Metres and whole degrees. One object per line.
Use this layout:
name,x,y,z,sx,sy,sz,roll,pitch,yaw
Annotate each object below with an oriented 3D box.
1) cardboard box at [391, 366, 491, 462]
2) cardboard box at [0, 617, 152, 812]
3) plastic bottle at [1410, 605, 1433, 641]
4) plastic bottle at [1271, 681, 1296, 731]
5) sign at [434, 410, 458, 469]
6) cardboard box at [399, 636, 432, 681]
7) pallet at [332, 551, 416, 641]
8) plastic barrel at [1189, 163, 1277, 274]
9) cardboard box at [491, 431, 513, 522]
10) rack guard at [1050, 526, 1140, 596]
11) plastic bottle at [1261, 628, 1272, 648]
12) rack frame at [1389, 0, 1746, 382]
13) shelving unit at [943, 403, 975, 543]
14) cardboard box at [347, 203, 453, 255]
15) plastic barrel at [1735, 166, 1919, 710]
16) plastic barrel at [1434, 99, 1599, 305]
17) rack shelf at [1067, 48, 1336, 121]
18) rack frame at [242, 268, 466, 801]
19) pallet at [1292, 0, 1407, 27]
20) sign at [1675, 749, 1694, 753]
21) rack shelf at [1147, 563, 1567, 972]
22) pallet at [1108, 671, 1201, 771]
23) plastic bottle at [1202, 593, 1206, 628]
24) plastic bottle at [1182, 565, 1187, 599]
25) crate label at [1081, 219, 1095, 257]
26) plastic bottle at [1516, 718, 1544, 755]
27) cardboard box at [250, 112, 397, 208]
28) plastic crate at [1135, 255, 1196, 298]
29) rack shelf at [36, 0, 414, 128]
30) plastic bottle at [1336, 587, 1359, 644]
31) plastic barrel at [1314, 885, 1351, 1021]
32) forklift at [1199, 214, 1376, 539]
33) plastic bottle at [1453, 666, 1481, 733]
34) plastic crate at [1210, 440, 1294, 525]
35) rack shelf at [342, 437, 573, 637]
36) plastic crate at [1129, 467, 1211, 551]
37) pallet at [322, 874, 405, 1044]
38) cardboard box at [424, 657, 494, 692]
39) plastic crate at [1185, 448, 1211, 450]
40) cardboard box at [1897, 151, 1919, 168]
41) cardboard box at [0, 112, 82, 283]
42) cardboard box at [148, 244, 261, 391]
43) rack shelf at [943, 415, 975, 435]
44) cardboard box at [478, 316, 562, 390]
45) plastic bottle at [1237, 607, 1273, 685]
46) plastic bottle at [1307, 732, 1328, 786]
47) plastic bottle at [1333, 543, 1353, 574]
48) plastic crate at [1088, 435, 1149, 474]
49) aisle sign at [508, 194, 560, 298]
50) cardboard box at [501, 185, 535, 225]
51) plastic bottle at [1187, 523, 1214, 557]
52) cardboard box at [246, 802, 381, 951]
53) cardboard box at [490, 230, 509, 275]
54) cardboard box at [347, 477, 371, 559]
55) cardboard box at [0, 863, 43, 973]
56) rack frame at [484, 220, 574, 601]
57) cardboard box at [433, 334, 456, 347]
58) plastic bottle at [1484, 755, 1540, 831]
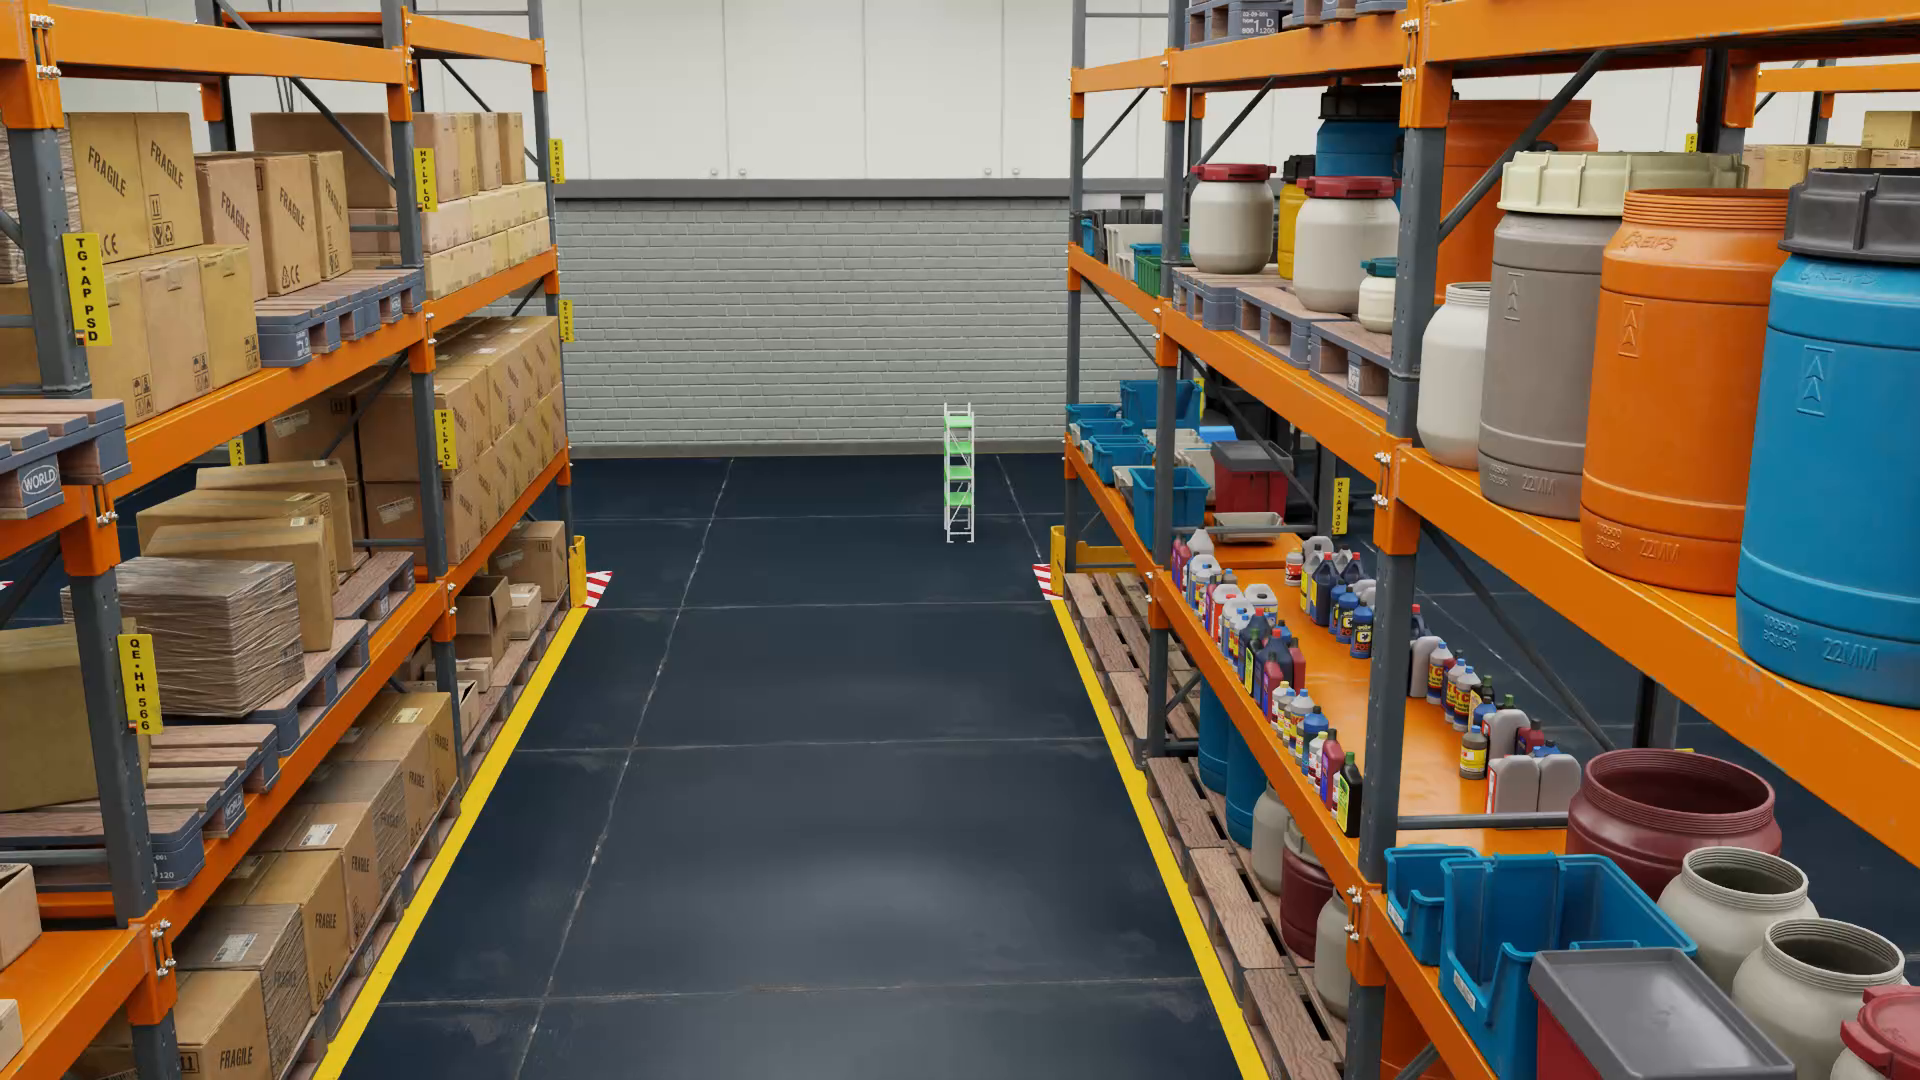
cardboard box,-3.125,-0.758,9.967,0.500,0.500,0.500,-1,14,-5
cardboard box,-3.248,0.613,5.804,0.700,0.500,0.500,-6,16,-22
plastic bottle,2.052,0.471,7.500,0.144,0.351,0.185,-1,14,-3
plastic bottle,1.352,0.690,6.945,0.097,0.201,0.097,0,14,0
sign,-2.790,-0.545,9.026,0.100,0.325,0.005,-1,14,-3
cardboard box,-3.709,0.790,10.672,0.500,0.311,0.500,-1,14,-3
pallet,-3.403,0.318,8.378,1.003,0.211,1.213,-1,14,-3
plastic barrel,1.382,-1.638,8.460,0.433,0.535,0.433,0,14,0
cardboard box,-3.167,-0.406,10.608,0.500,0.500,0.500,-1,14,-4
rack guard,1.338,0.159,13.627,1.175,0.500,0.348,-1,14,-3
plastic bottle,1.367,0.542,7.357,0.061,0.283,0.133,-1,14,-3
rack frame,1.848,-1.961,4.813,1.000,3.000,0.127,-1,14,-3
shelving unit,-0.010,-0.622,15.260,0.258,1.200,0.503,-1,14,-3
cardboard box,-3.126,-1.722,9.201,0.500,0.250,0.500,-1,14,-3
plastic barrel,1.767,-0.205,3.001,0.600,0.901,0.708,-1,14,-3
plastic barrel,1.816,-1.061,5.630,0.600,0.830,0.708,-1,14,-3
rack shelf,1.476,-2.911,10.752,1.077,0.370,4.000,-1,14,-3
rack frame,-3.344,0.025,9.134,1.000,3.000,0.127,-1,14,-3
pallet,1.834,-1.856,5.586,1.213,0.211,1.003,-1,14,-3
sign,2.397,0.855,5.580,0.100,0.325,0.005,-1,14,-3
rack shelf,1.724,0.795,7.584,1.077,0.370,4.000,-1,14,-3
pallet,1.516,1.118,10.483,1.003,0.211,1.213,-1,14,-3
plastic bottle,1.263,0.335,8.326,0.097,0.201,0.097,0,14,0
plastic bottle,1.231,0.205,8.832,0.097,0.201,0.097,0,14,0
crate label,1.087,-2.192,12.027,0.408,0.251,0.502,-1,14,-3
plastic bottle,2.169,0.806,6.333,0.061,0.283,0.133,-1,14,-3
cardboard box,-3.412,-2.081,9.090,0.700,0.500,0.500,-1,14,-3
plastic crate,1.272,-1.501,9.471,0.450,0.188,0.662,-1,14,-3
rack shelf,-3.220,-1.841,6.592,1.077,0.370,4.000,-1,14,-3
plastic bottle,1.886,0.361,8.085,0.097,0.271,0.097,0,14,0
plastic barrel,1.676,1.685,6.831,0.421,0.512,0.421,0,14,0
forklift,3.077,-1.548,15.385,3.031,2.935,1.130,-2,15,-9
plastic bottle,2.113,0.659,6.927,0.097,0.271,0.097,0,14,0
plastic crate,1.795,-0.337,10.290,0.402,0.464,0.583,-1,14,-3
rack shelf,-3.468,-0.124,11.156,1.077,0.370,4.000,-1,14,-3
plastic crate,1.231,-0.183,9.852,0.392,0.384,0.575,-1,14,-3
pallet,-3.177,1.881,7.515,1.003,0.211,1.213,-1,14,-3
cardboard box,-3.218,0.861,10.686,0.380,0.166,0.250,-1,14,-3
plastic crate,1.735,-0.487,11.337,0.416,0.233,0.300,-1,14,-3
cardboard box,6.406,-2.208,10.546,0.700,0.500,0.500,0,14,-1
cardboard box,-3.117,-1.074,5.178,0.500,0.500,0.500,-1,14,-3
cardboard box,-3.221,-0.846,6.296,0.910,0.500,0.500,-1,14,-3
rack shelf,-0.010,-1.025,15.157,0.258,0.148,0.480,-1,14,-3
cardboard box,-3.290,-1.396,12.449,0.500,0.500,0.500,-1,14,-4
plastic bottle,1.338,0.470,7.501,0.144,0.351,0.185,-1,14,-3
plastic bottle,1.388,0.836,6.381,0.097,0.201,0.097,0,14,0
plastic bottle,1.984,0.197,8.564,0.144,0.351,0.185,-1,14,-3
plastic crate,1.121,-0.599,11.776,0.416,0.233,0.300,-1,14,-3
aisle sign,-3.290,-2.251,12.760,0.394,0.787,0.004,-1,14,-3
cardboard box,-3.274,-2.344,11.618,0.500,0.250,0.500,-1,14,-3
plastic bottle,1.301,0.076,9.034,0.144,0.351,0.185,-1,14,-3
cardboard box,-2.941,1.515,7.476,0.500,0.500,0.500,-1,14,-5
cardboard box,-3.218,-1.853,10.713,0.500,0.250,0.500,-1,14,-3
cardboard box,-3.631,-0.144,9.589,0.500,0.500,0.500,-1,14,-3
cardboard box,-3.117,1.154,4.924,0.500,0.311,0.500,0,14,0
rack frame,-3.592,-0.970,13.000,1.000,3.000,0.127,-1,14,-3
cardboard box,-3.762,-1.134,11.429,0.500,0.500,0.500,-1,14,-3
plastic bottle,1.992,0.894,6.005,0.152,0.276,0.135,-1,14,-3
